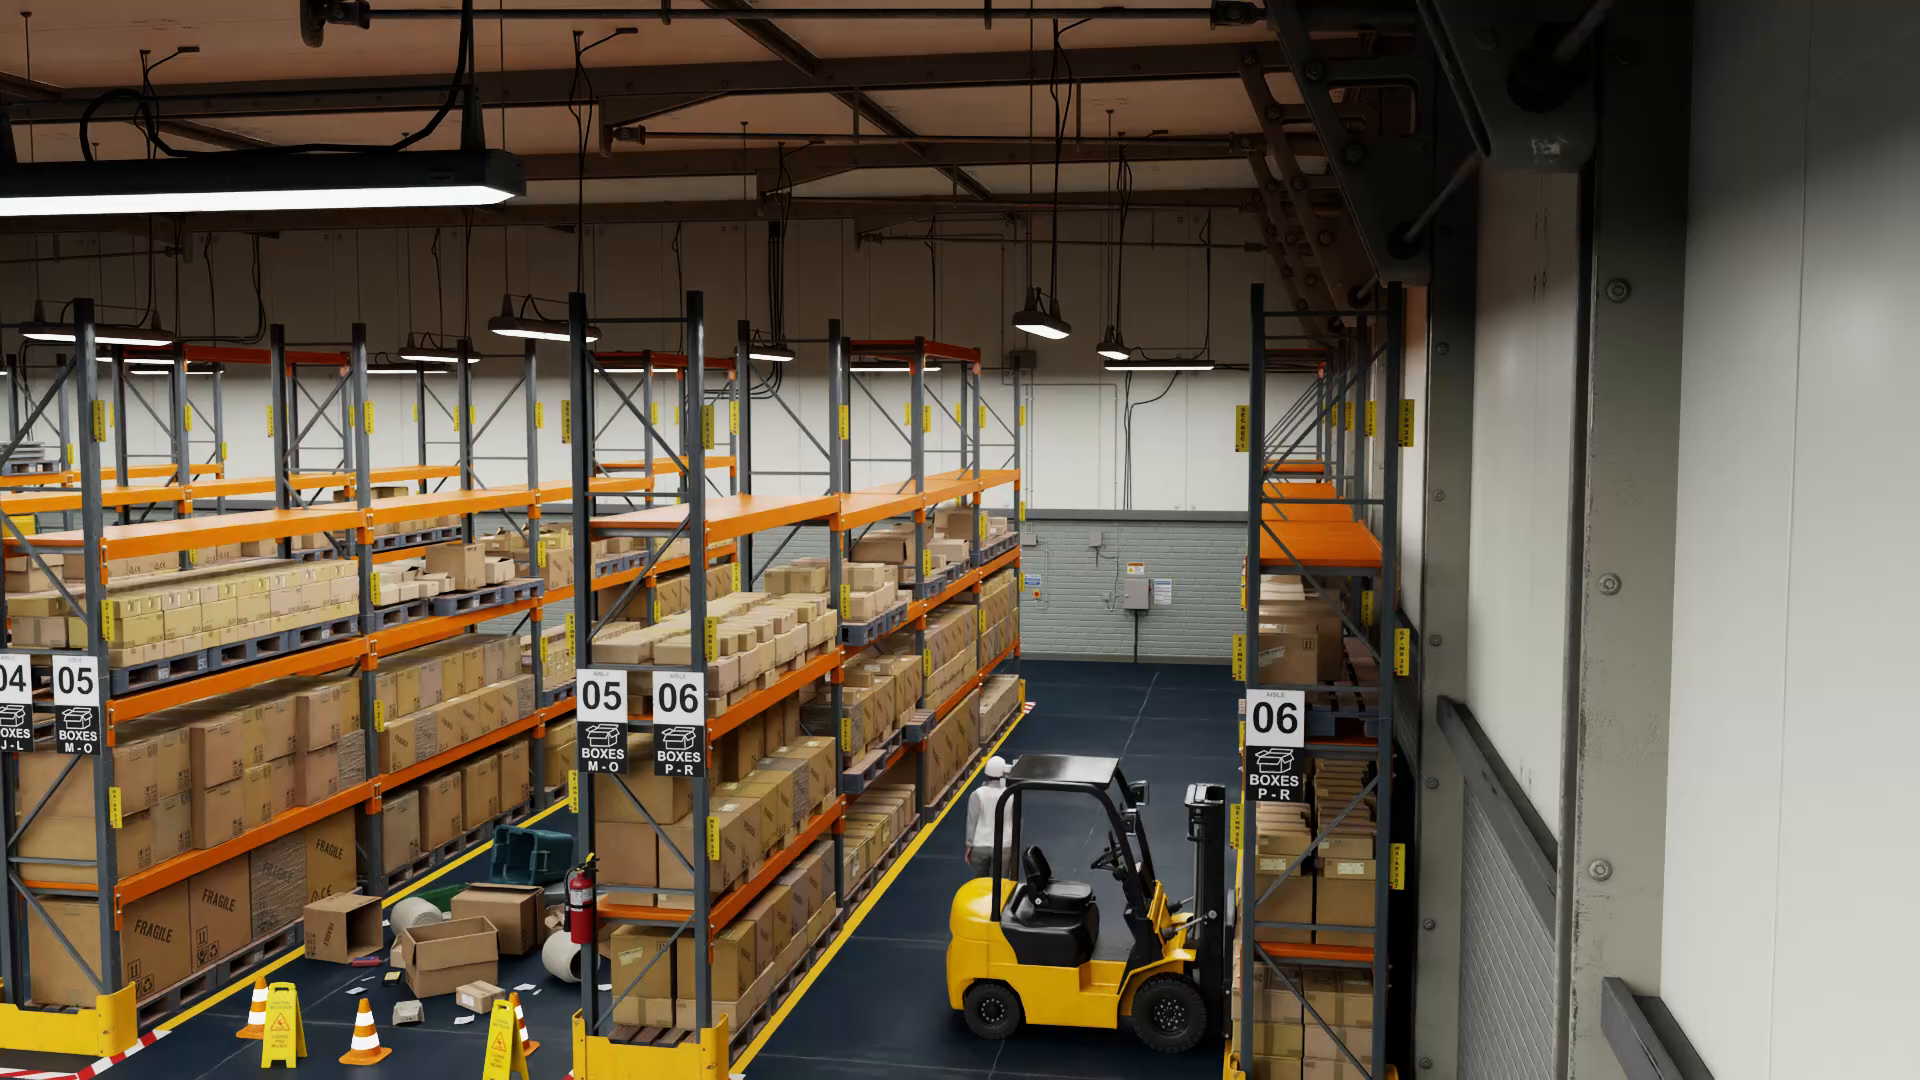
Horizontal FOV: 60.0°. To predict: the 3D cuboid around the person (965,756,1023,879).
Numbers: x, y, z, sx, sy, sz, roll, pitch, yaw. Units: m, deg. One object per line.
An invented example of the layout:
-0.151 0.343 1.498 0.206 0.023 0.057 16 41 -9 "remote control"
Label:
0.334 3.013 16.122 0.553 1.821 0.613 0 5 5 "person"
